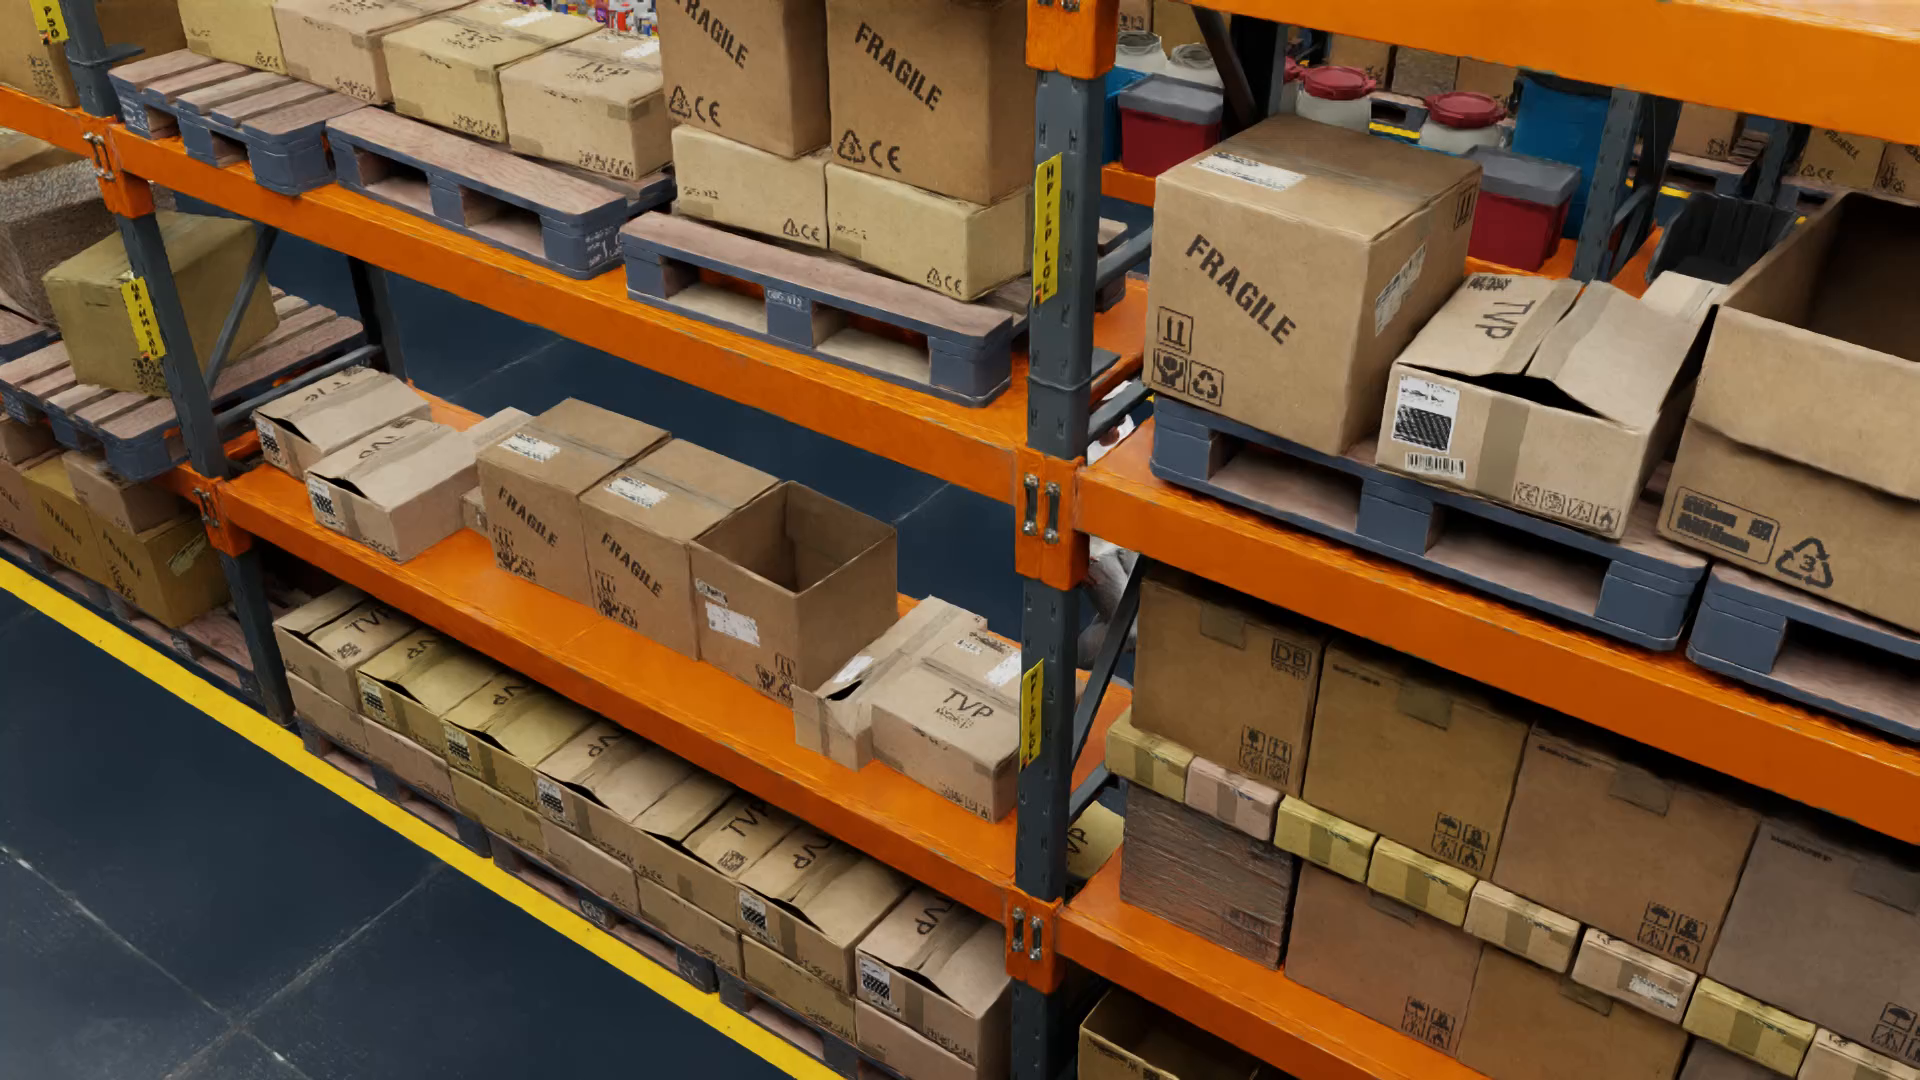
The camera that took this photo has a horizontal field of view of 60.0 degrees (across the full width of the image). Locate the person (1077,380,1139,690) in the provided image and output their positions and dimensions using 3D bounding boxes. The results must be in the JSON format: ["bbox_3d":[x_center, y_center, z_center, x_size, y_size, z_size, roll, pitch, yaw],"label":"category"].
[{"bbox_3d":[0.631,-0.009,7.167,0.524,1.732,0.753,17,38,23],"label":"person"}]
